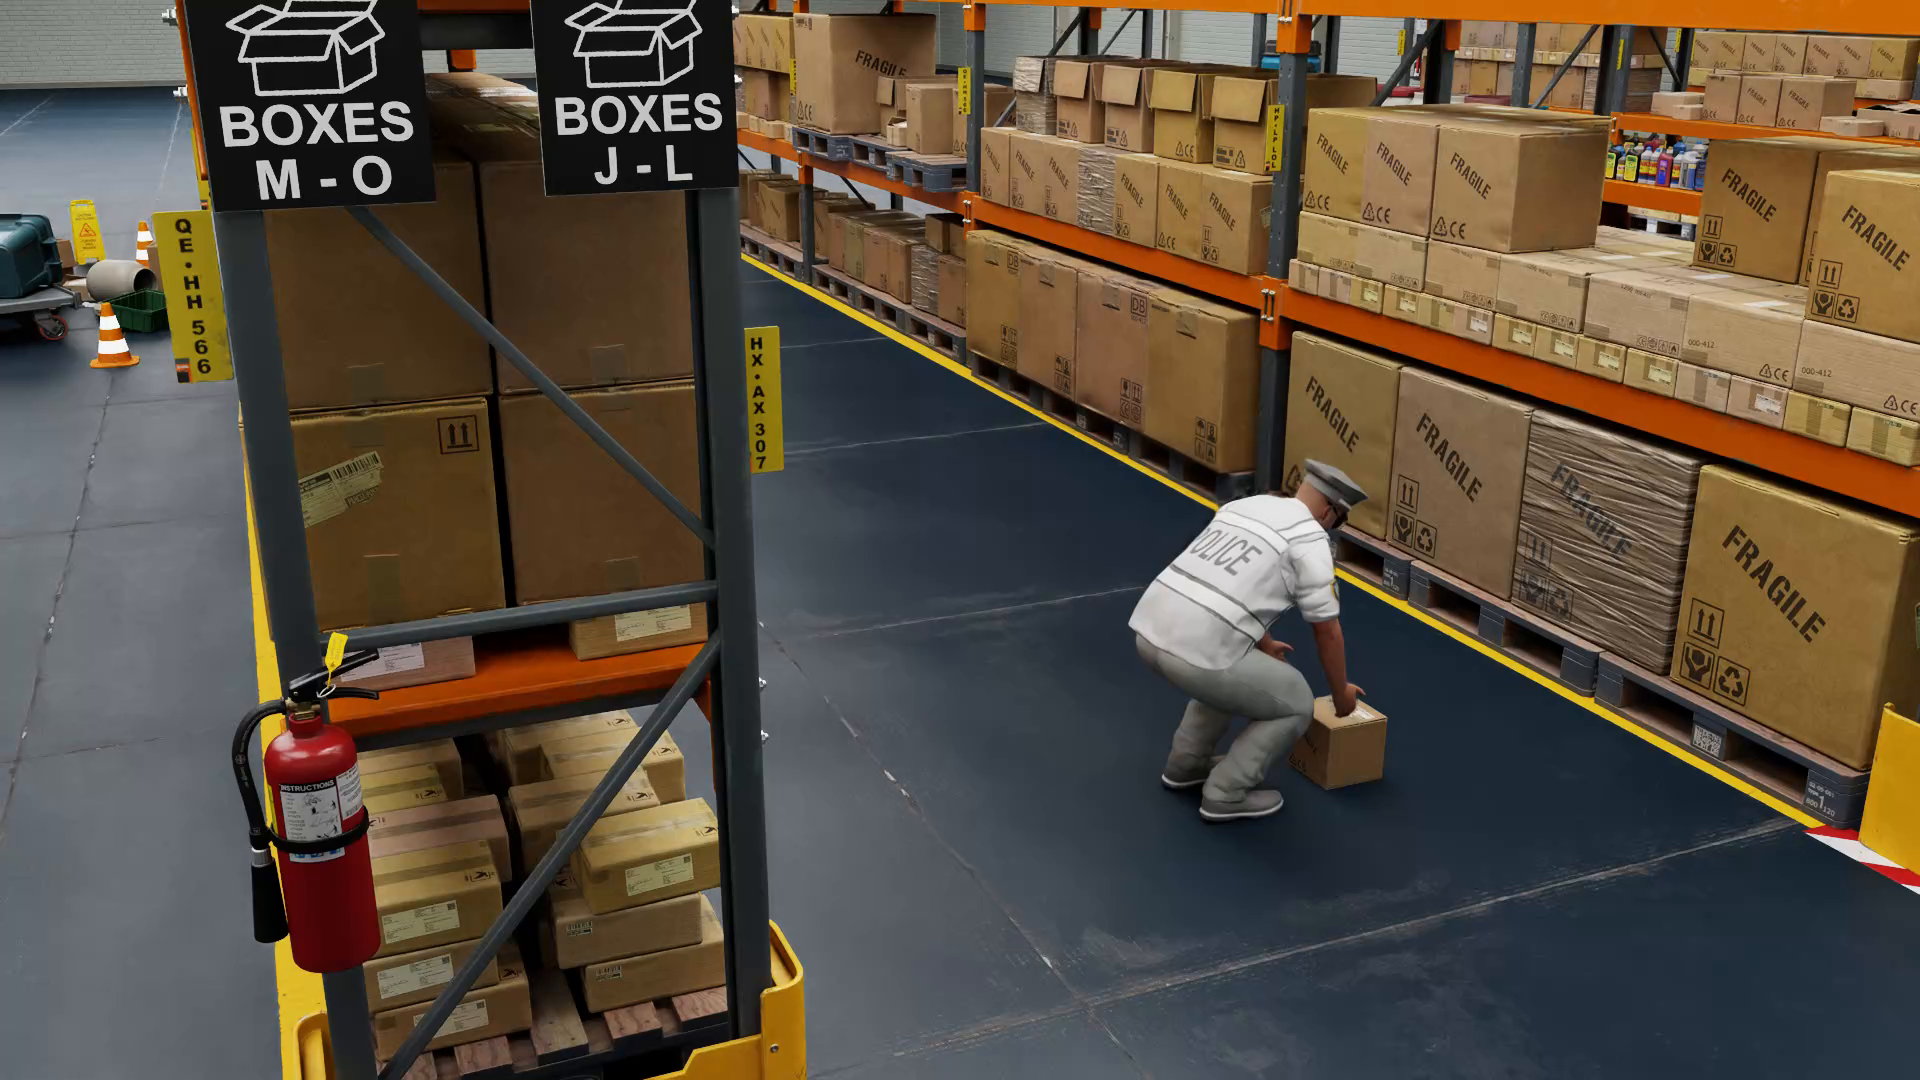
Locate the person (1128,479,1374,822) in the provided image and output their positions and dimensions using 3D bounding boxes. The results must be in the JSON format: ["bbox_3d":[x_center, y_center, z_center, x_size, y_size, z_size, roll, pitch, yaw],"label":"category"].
[{"bbox_3d":[1.038,0.376,5.930,0.923,1.124,0.573,-8,20,-22],"label":"person"}]
